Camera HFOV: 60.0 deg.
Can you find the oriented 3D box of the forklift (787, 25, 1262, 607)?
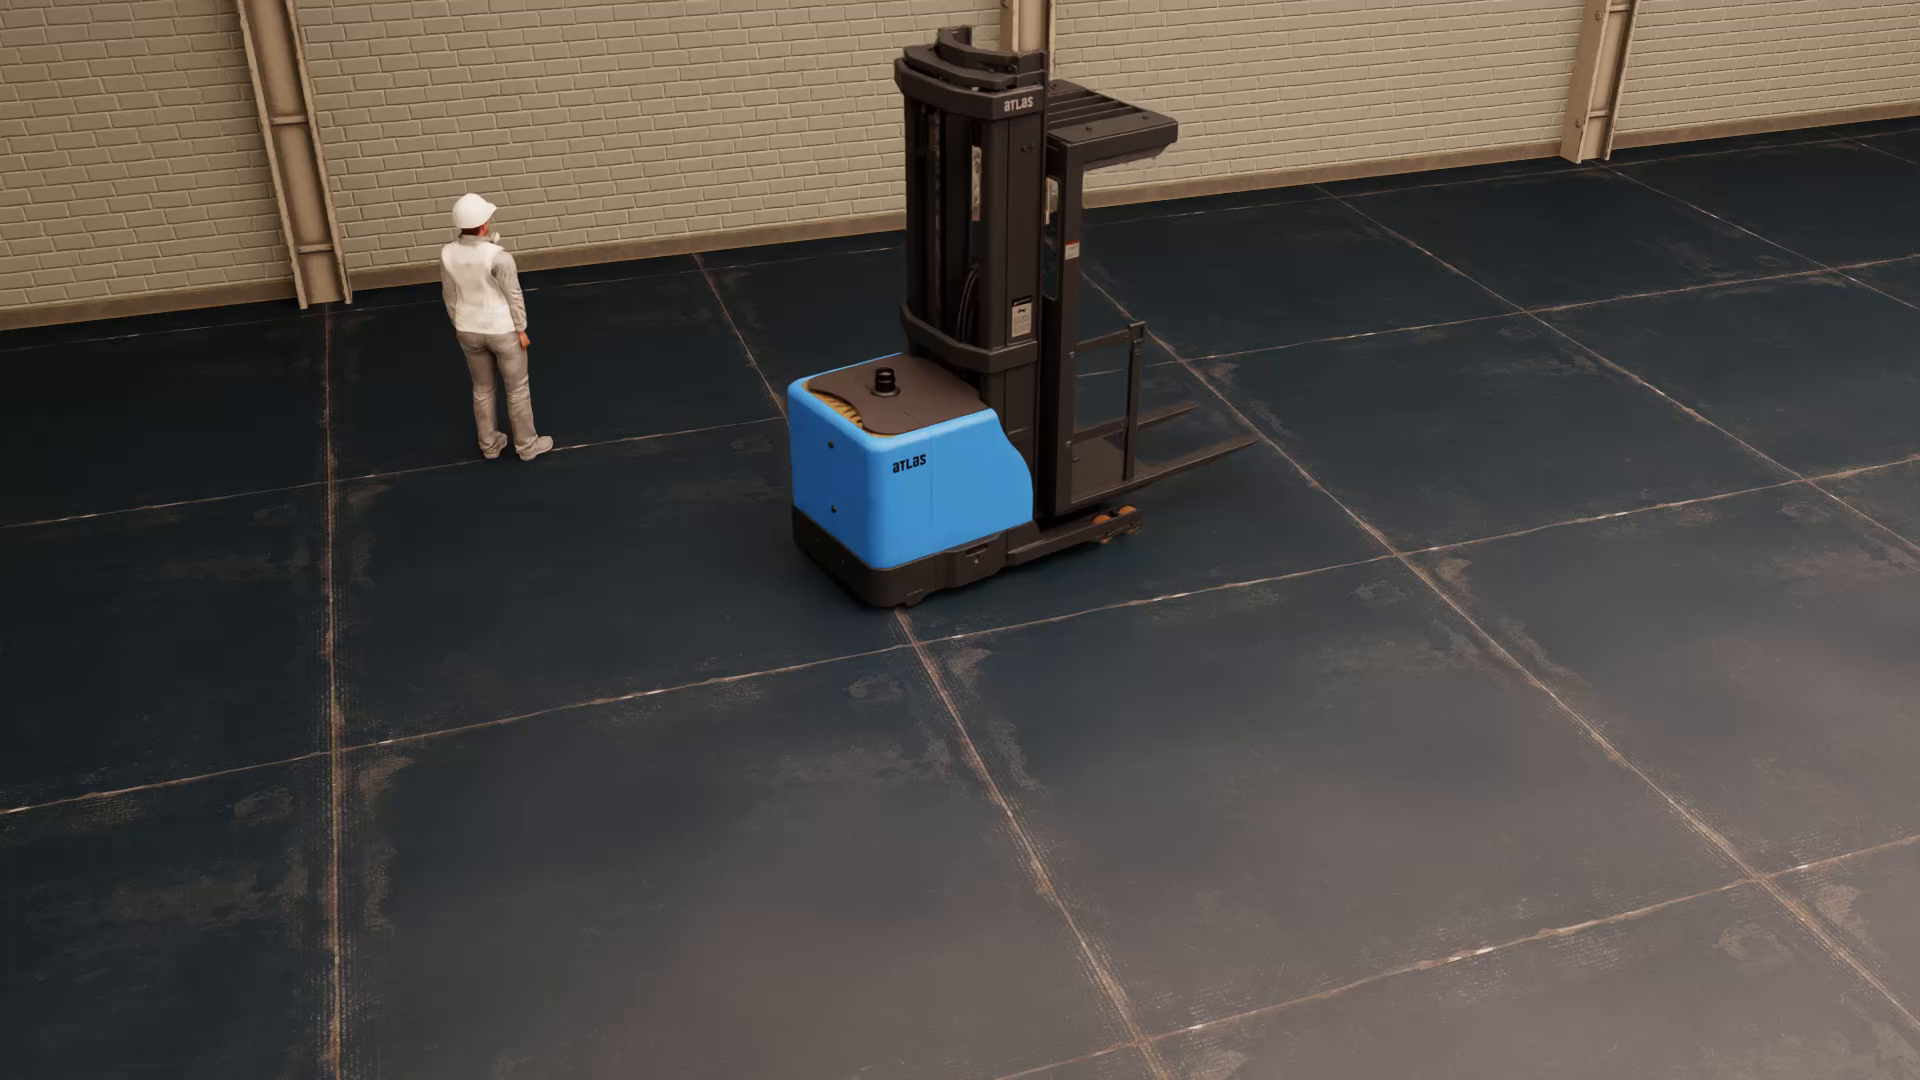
[{"bbox_3d":[0.508,-1.453,9.613,3.031,2.935,1.130,-19,35,-29],"label":"forklift"}]

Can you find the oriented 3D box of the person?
[{"bbox_3d":[-2.985,-1.352,10.599,0.527,1.777,0.365,6,30,10],"label":"person"}]
